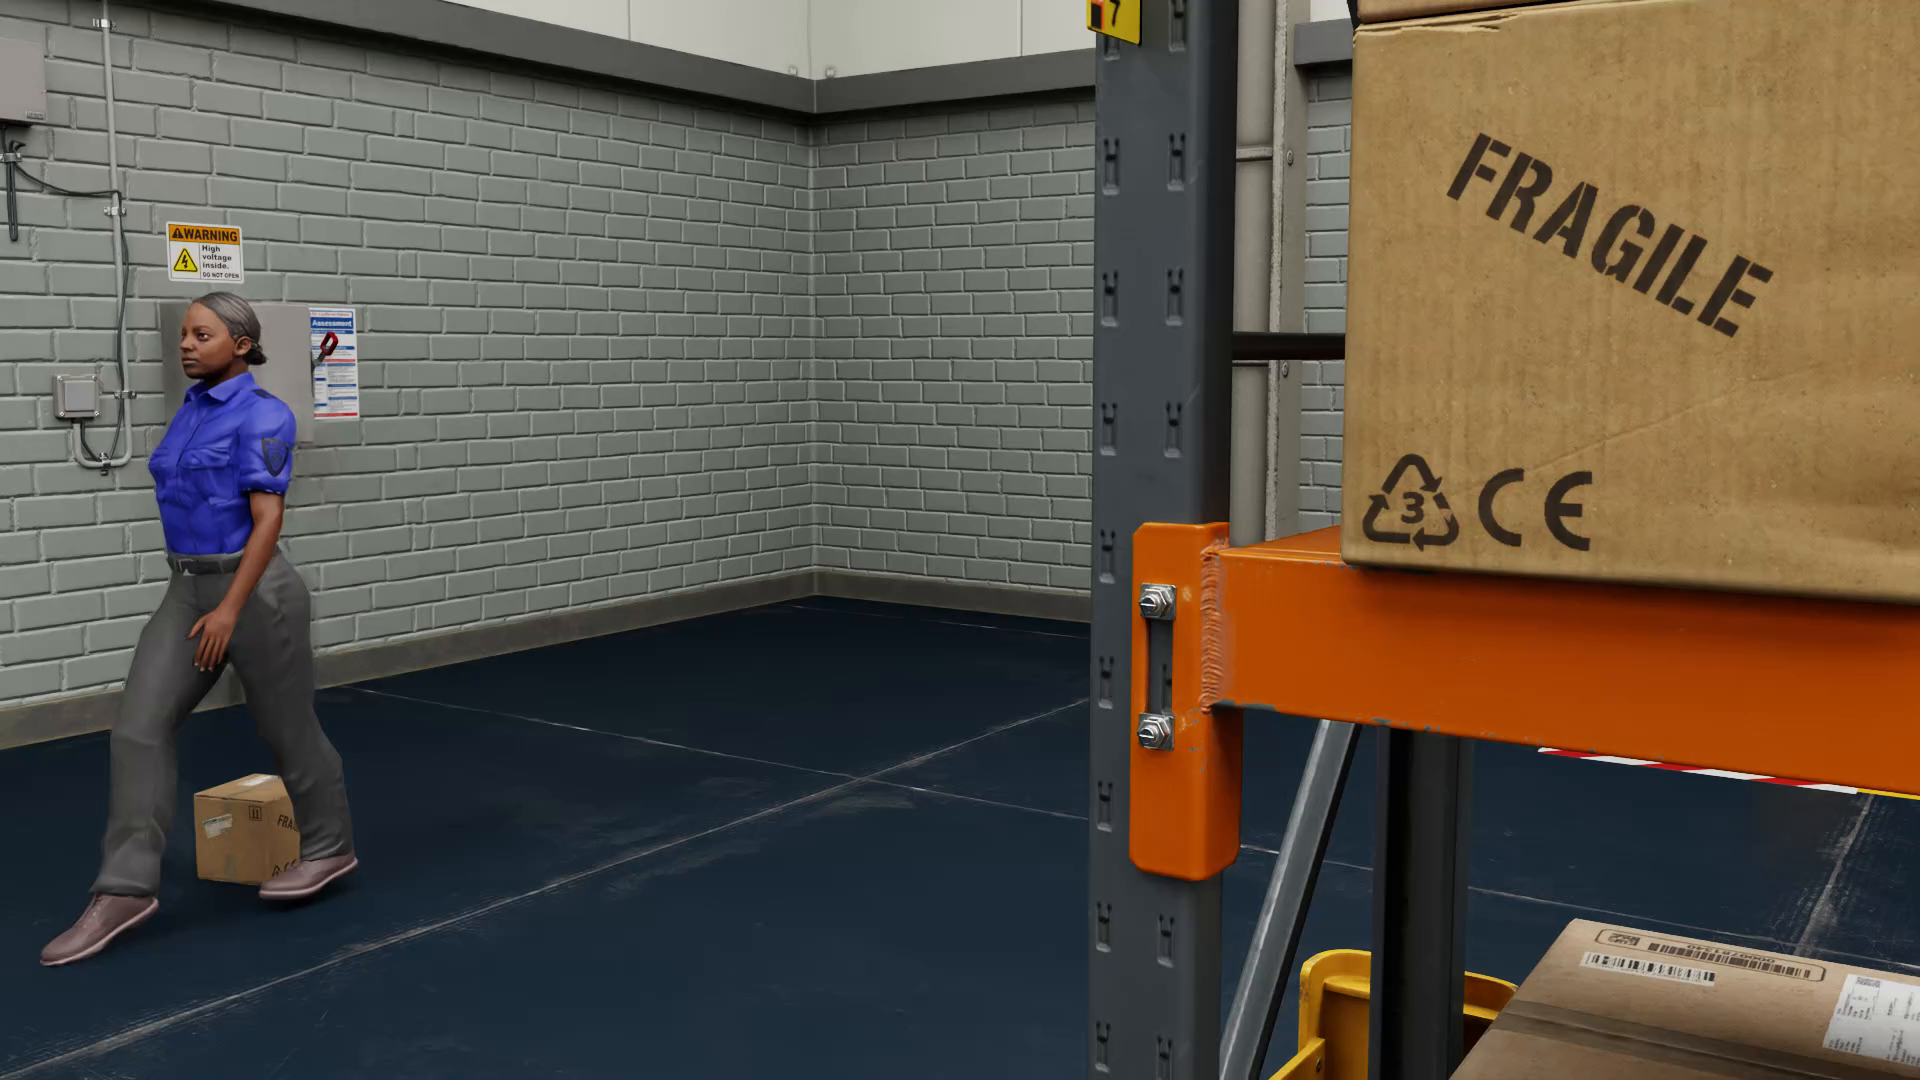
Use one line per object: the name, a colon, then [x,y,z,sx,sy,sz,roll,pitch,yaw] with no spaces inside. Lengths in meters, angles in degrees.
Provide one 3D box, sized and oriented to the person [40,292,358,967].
person: [-1.946,0.197,4.294,0.488,1.667,0.806,3,7,27]
